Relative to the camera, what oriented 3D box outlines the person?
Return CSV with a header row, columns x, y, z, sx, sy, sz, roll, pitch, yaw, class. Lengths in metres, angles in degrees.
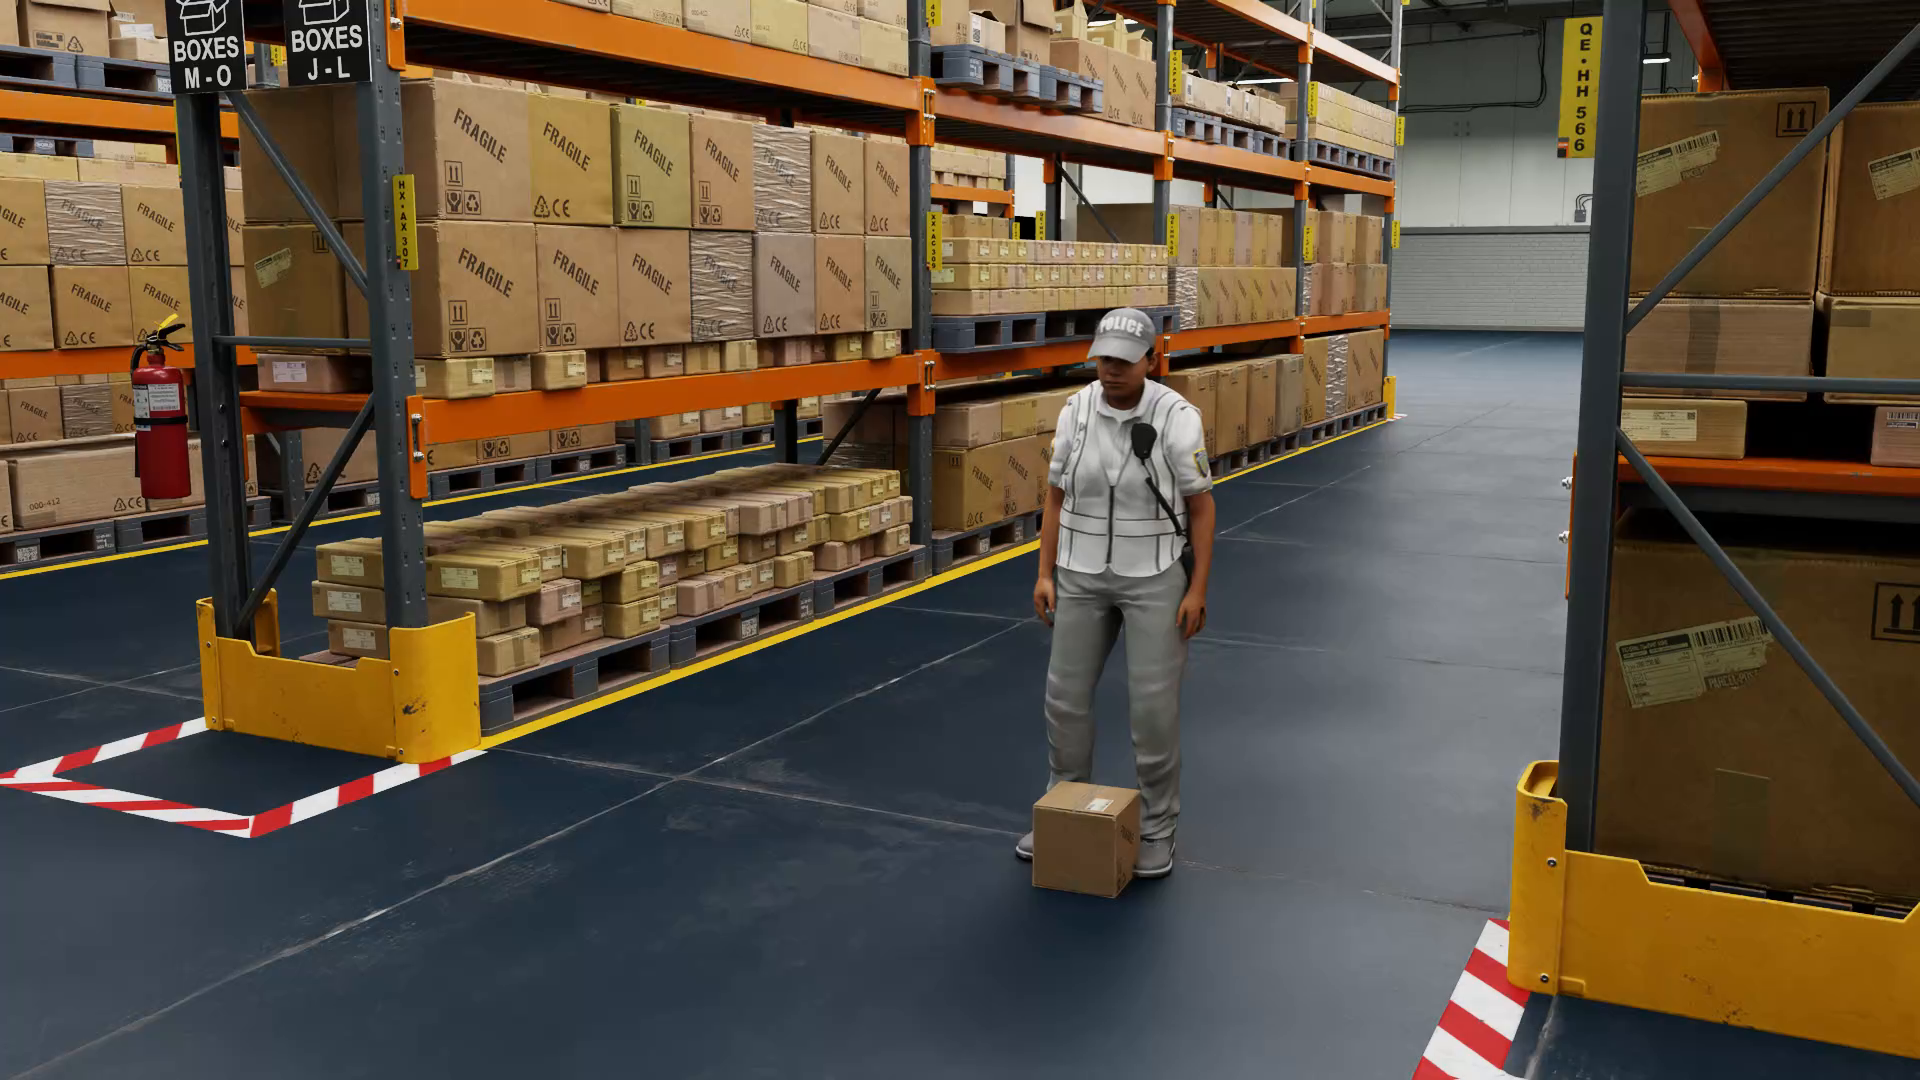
x,y,z,sx,sy,sz,roll,pitch,yaw,class
0.468,0.145,4.953,0.560,1.667,0.465,4,10,24,person
